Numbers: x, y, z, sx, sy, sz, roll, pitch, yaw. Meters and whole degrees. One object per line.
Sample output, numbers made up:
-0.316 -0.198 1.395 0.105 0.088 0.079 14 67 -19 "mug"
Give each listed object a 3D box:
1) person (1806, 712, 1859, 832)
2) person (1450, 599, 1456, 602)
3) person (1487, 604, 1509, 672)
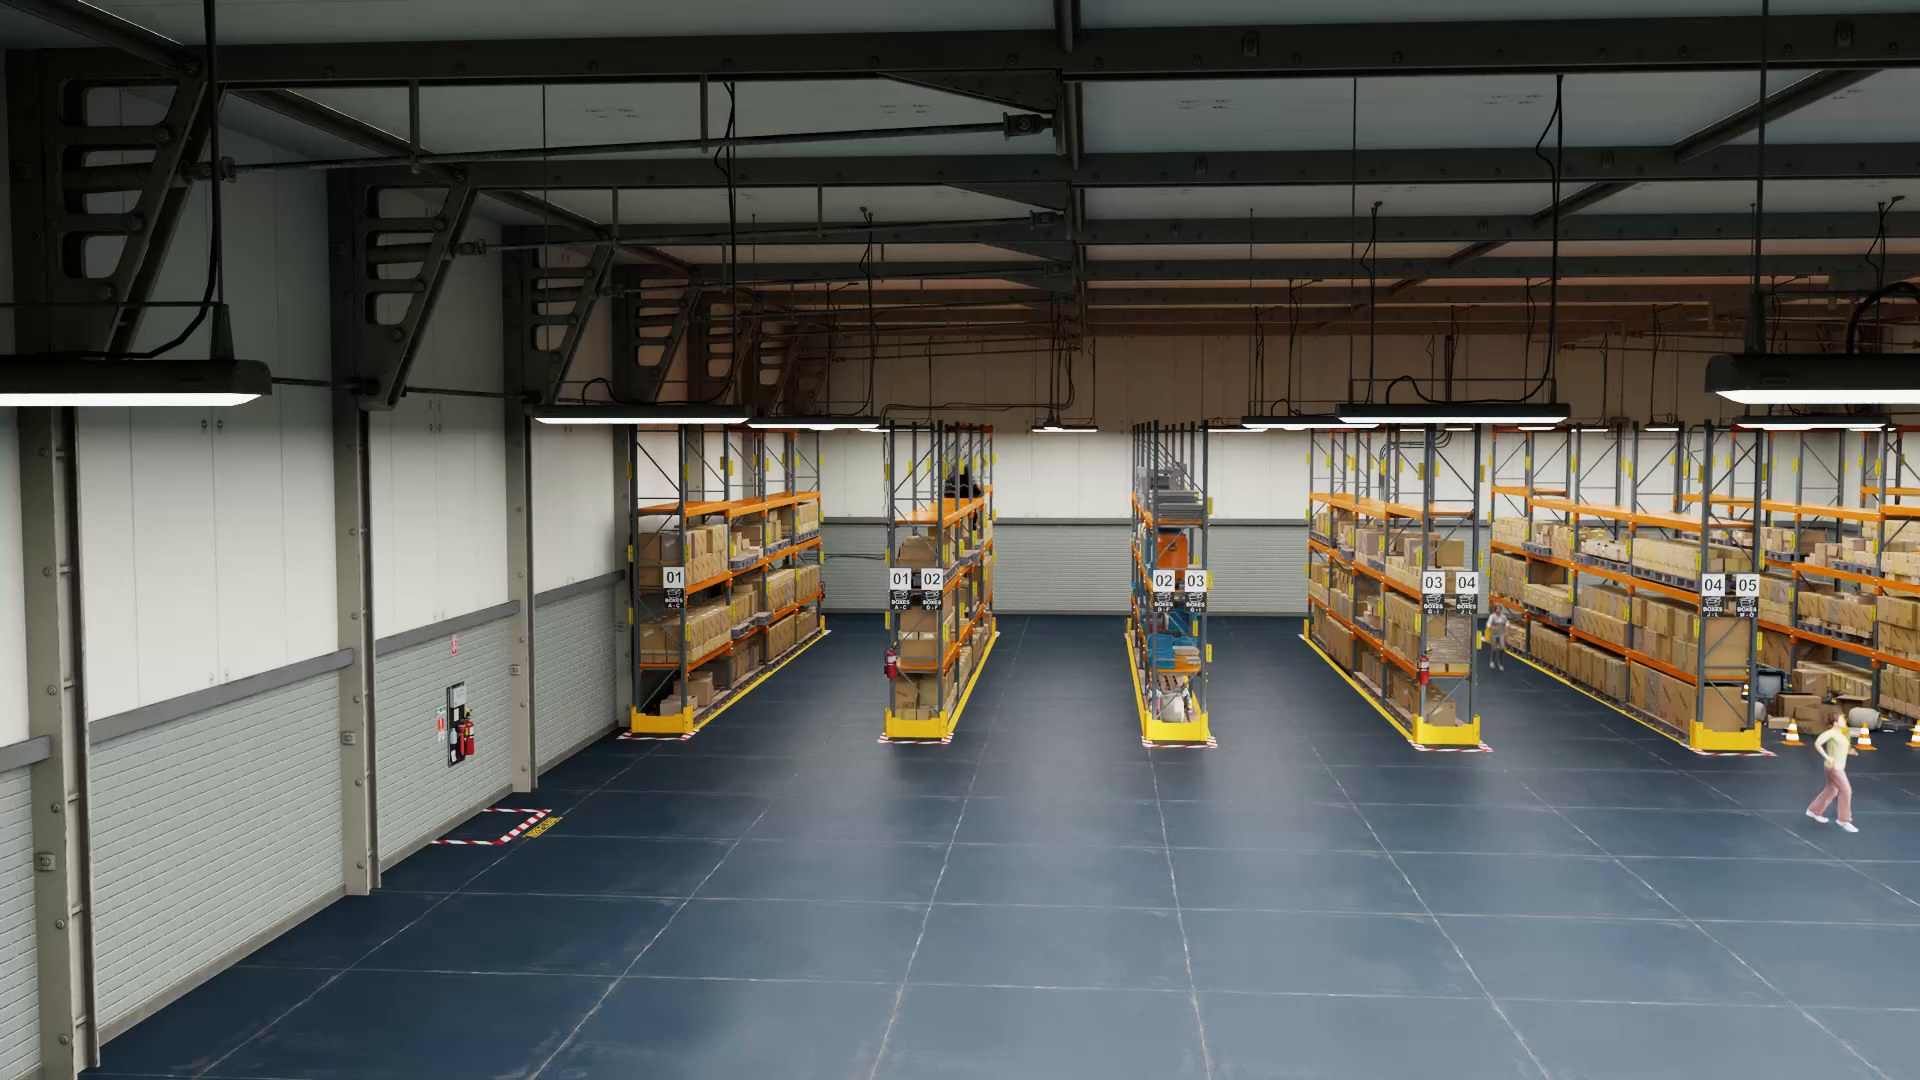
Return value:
12.733 3.354 24.230 0.726 1.714 0.581 3 5 39 "person"
13.313 1.960 45.280 0.744 1.774 1.036 0 4 7 "person"
13.063 2.384 40.372 0.560 1.656 0.696 0 4 5 "person"
